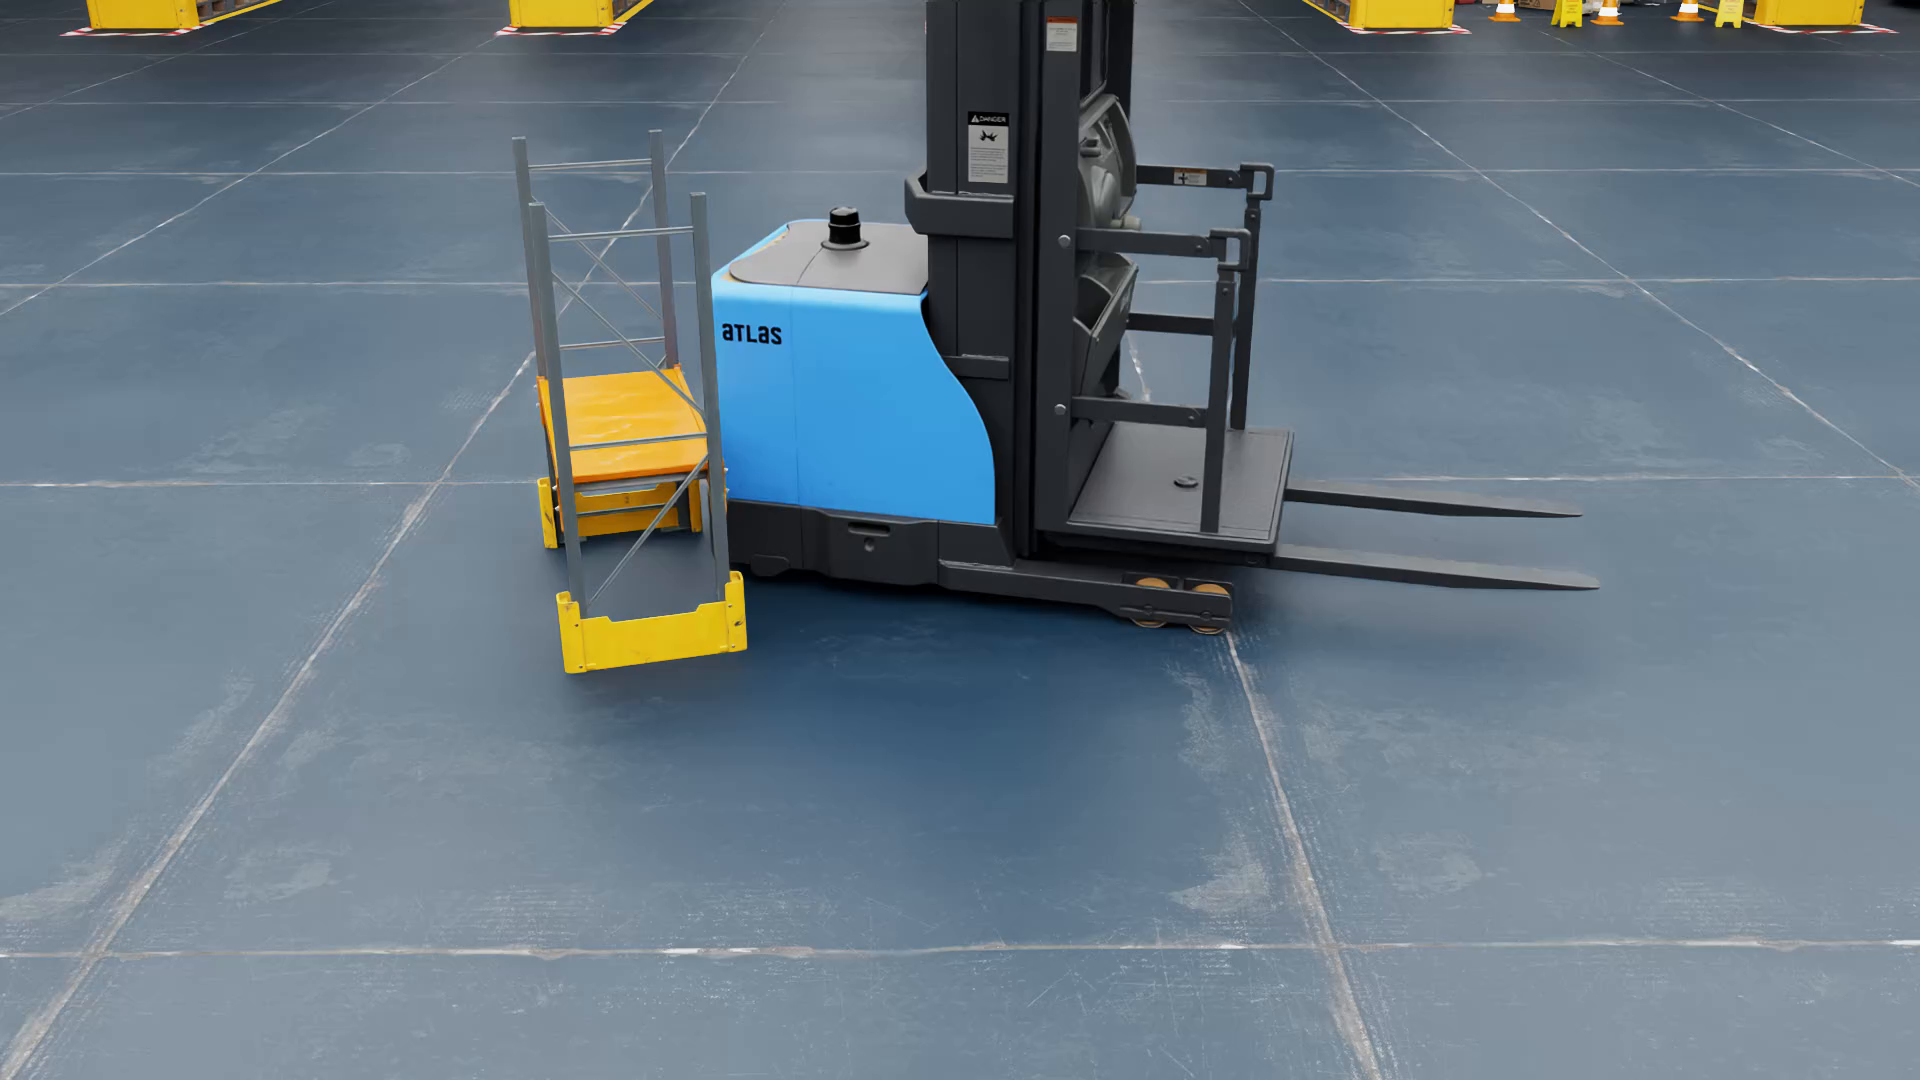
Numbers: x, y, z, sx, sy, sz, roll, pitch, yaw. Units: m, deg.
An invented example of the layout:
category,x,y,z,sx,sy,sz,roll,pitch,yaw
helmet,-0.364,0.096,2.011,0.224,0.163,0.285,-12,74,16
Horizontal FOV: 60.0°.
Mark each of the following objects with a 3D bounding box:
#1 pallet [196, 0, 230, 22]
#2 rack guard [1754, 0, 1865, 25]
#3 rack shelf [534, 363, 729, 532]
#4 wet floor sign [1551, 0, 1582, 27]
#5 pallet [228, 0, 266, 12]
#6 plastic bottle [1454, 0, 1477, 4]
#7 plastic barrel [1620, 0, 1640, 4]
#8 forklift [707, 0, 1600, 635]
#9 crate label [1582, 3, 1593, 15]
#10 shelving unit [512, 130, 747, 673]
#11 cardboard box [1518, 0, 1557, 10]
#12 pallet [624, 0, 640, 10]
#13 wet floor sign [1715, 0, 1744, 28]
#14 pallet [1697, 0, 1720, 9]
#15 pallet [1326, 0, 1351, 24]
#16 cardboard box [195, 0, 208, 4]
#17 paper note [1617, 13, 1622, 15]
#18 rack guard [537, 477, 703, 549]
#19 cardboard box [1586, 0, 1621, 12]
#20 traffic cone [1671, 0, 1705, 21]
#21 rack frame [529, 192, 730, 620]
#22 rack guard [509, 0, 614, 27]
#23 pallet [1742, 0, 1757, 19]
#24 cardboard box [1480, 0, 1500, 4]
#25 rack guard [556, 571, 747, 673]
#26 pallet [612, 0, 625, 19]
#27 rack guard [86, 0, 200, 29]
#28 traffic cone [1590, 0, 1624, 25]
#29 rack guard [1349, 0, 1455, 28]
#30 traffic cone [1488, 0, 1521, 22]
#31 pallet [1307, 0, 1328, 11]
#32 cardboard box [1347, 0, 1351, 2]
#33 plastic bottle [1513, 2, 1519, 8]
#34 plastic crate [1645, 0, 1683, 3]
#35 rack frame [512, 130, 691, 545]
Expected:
category,x,y,z,sx,sy,sz,roll,pitch,yaw
pallet,-9.693,-6.504,20.374,1.003,0.211,1.213,0,24,-1
rack guard,10.172,-6.439,19.881,1.175,0.500,0.348,0,24,-1
rack shelf,-1.126,-0.335,5.607,0.538,0.185,1.000,-7,25,-15
wet floor sign,7.204,-6.407,19.634,0.267,0.644,0.232,-4,25,-10
pallet,-9.703,-7.005,21.483,1.003,0.211,1.213,0,24,-1
plastic bottle,6.623,-7.057,21.779,0.283,0.061,0.133,-9,26,-19
plastic barrel,8.636,-7.217,21.694,0.512,0.421,0.421,19,30,35
forklift,0.678,-1.261,5.482,3.031,2.935,1.130,6,25,13
crate label,7.701,-6.593,20.660,0.250,0.136,0.298,-14,28,-28
shelving unit,-1.129,-0.503,5.541,0.587,1.500,1.083,-7,25,-15
cardboard box,7.622,-7.122,21.386,0.797,0.503,0.637,-19,31,-36
pallet,-4.751,-7.077,21.641,1.003,0.211,1.213,0,24,-1
wet floor sign,9.105,-6.391,19.598,0.267,0.644,0.232,8,26,18
pallet,10.188,-7.144,21.790,1.003,0.211,1.213,0,24,-1
pallet,5.137,-6.542,20.458,1.003,0.211,1.213,0,24,-1
cardboard box,-9.426,-6.620,20.074,0.500,0.250,0.500,0,24,-1
paper note,8.172,-6.575,20.750,0.148,0.019,0.142,-9,26,-19
rack guard,-1.269,-0.130,6.234,0.587,0.250,0.087,-7,25,-15
cardboard box,8.138,-6.779,21.057,0.380,0.149,0.250,13,27,27
traffic cone,8.878,-6.562,20.198,0.336,0.463,0.334,0,24,-1
rack frame,-0.982,-0.298,5.089,0.500,1.500,0.032,-7,25,-15
rack guard,-4.737,-6.372,19.733,1.175,0.500,0.348,0,24,-1
pallet,10.198,-6.643,20.681,1.003,0.211,1.213,0,24,-1
cardboard box,7.041,-7.186,21.815,0.396,0.266,0.258,4,25,9
rack guard,-0.988,0.264,5.363,0.587,0.250,0.087,-7,25,-15
pallet,-4.741,-6.575,20.532,1.003,0.211,1.213,0,24,-1
rack guard,-9.642,-6.311,19.596,1.175,0.500,0.348,0,24,-1
traffic cone,7.772,-6.417,19.877,0.336,0.463,0.334,0,24,-1
rack guard,5.224,-6.334,19.649,1.175,0.500,0.348,0,24,-1
traffic cone,6.638,-6.552,20.176,0.336,0.463,0.334,0,24,-1
pallet,5.127,-7.043,21.566,1.003,0.211,1.213,0,24,-1
cardboard box,5.150,-6.985,20.124,0.875,0.875,0.875,0,24,0
plastic bottle,7.065,-6.908,21.450,0.133,0.061,0.283,-9,26,-19
plastic crate,9.326,-7.214,22.104,0.402,0.080,0.583,-9,26,-19
rack frame,-1.269,-0.700,5.978,0.500,1.500,0.032,-7,25,-15
